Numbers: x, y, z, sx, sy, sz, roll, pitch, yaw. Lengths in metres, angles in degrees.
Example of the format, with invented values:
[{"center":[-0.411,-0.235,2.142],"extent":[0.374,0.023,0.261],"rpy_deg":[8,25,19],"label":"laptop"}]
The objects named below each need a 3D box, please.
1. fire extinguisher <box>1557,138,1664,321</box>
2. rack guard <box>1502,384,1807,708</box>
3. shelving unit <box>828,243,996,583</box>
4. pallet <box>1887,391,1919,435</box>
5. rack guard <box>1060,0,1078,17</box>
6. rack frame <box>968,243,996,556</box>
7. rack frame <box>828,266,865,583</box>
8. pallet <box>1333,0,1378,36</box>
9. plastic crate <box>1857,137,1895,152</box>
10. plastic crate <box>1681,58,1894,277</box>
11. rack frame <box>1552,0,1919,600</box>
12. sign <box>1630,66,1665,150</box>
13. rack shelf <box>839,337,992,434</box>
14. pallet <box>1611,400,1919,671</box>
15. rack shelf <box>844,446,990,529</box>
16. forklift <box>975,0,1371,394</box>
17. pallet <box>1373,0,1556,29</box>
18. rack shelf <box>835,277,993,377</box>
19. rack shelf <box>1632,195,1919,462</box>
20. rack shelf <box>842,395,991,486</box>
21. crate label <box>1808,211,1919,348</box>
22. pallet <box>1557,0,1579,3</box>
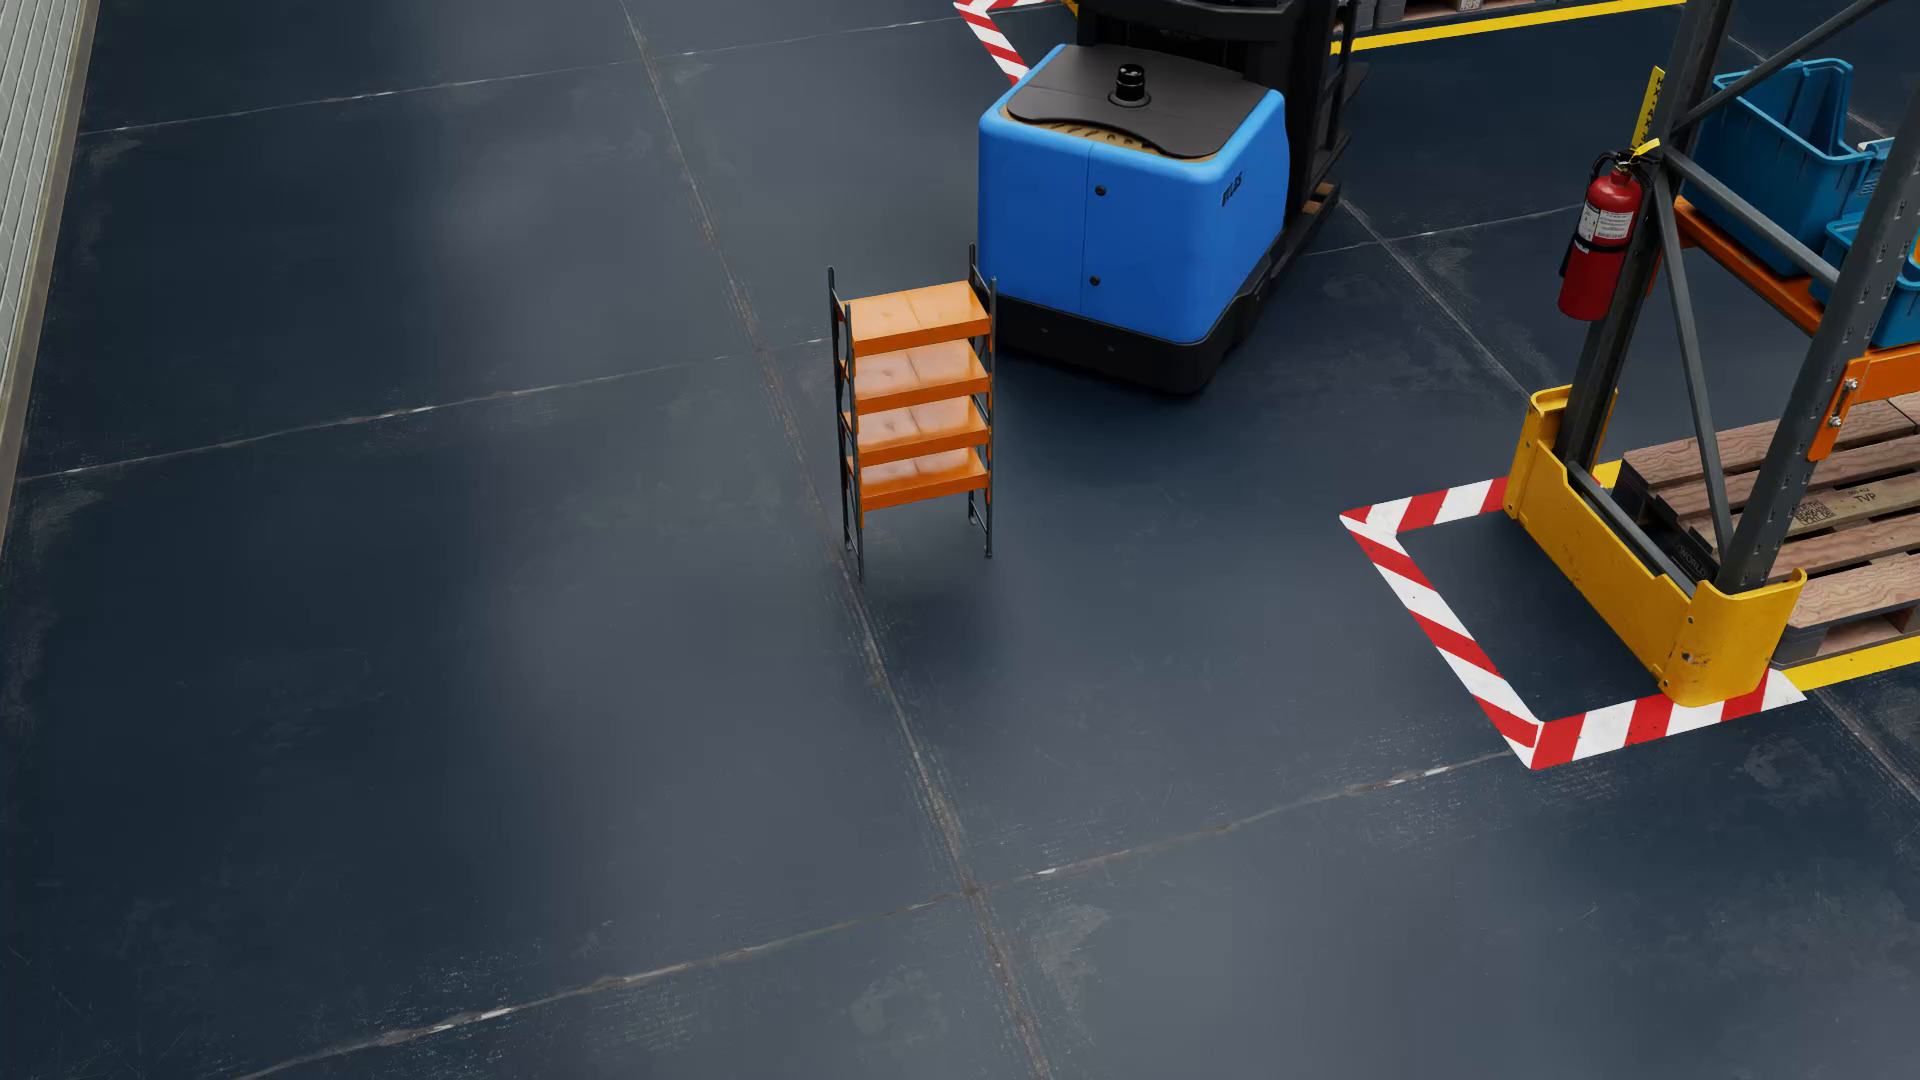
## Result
[{"center":[2.148,-1.053,5.517],"extent":[0.183,0.674,0.296],"rpy_deg":[-12,42,-13],"label":"fire extinguisher"},{"center":[2.409,-0.013,5.885],"extent":[0.348,0.500,1.175],"rpy_deg":[-12,42,-13],"label":"rack guard"},{"center":[-0.158,-0.419,5.818],"extent":[0.503,1.200,0.258],"rpy_deg":[-12,42,-13],"label":"shelving unit"},{"center":[4.388,-0.294,6.426],"extent":[1.213,0.211,1.003],"rpy_deg":[-12,42,-13],"label":"pallet"},{"center":[0.917,-3.129,9.452],"extent":[0.348,0.500,1.175],"rpy_deg":[-12,42,-13],"label":"rack guard"},{"center":[0.075,-0.467,5.873],"extent":[0.015,1.200,0.240],"rpy_deg":[-12,42,-13],"label":"rack frame"},{"center":[-0.391,-0.371,5.763],"extent":[0.015,1.200,0.240],"rpy_deg":[-12,42,-13],"label":"rack frame"},{"center":[1.679,-3.232,9.789],"extent":[1.213,0.211,1.003],"rpy_deg":[-12,42,-13],"label":"pallet"},{"center":[3.151,-1.165,5.459],"extent":[0.243,0.136,0.396],"rpy_deg":[-12,42,-13],"label":"plastic crate"},{"center":[2.691,-1.186,5.255],"extent":[0.499,0.435,0.616],"rpy_deg":[-12,42,-13],"label":"plastic crate"},{"center":[2.428,-0.967,5.077],"extent":[0.127,3.000,1.000],"rpy_deg":[-12,42,-13],"label":"rack frame"},{"center":[2.247,-1.370,5.415],"extent":[0.005,0.325,0.100],"rpy_deg":[-12,42,-13],"label":"sign"},{"center":[-0.158,-0.537,5.715],"extent":[0.480,0.148,0.258],"rpy_deg":[-12,42,-13],"label":"rack shelf"},{"center":[3.226,-0.056,6.153],"extent":[1.213,0.211,1.003],"rpy_deg":[-12,42,-13],"label":"pallet"},{"center":[-0.158,-0.219,5.993],"extent":[0.480,0.148,0.258],"rpy_deg":[-12,42,-13],"label":"rack shelf"},{"center":[1.179,-2.669,7.078],"extent":[1.130,2.935,3.031],"rpy_deg":[19,44,20],"label":"forklift"},{"center":[2.841,-3.471,10.062],"extent":[1.213,0.211,1.003],"rpy_deg":[-12,42,-13],"label":"pallet"},{"center":[-0.158,-0.715,5.559],"extent":[0.480,0.148,0.258],"rpy_deg":[-12,42,-13],"label":"rack shelf"},{"center":[4.336,-1.091,5.766],"extent":[4.000,0.370,1.077],"rpy_deg":[-12,42,-13],"label":"rack shelf"},{"center":[-0.158,-0.368,5.862],"extent":[0.480,0.148,0.258],"rpy_deg":[-12,42,-13],"label":"rack shelf"},{"center":[2.762,-0.769,4.932],"extent":[0.303,0.233,0.416],"rpy_deg":[-12,42,-13],"label":"crate label"},{"center":[4.007,-3.714,10.341],"extent":[1.213,0.211,1.003],"rpy_deg":[-12,42,-13],"label":"pallet"}]
